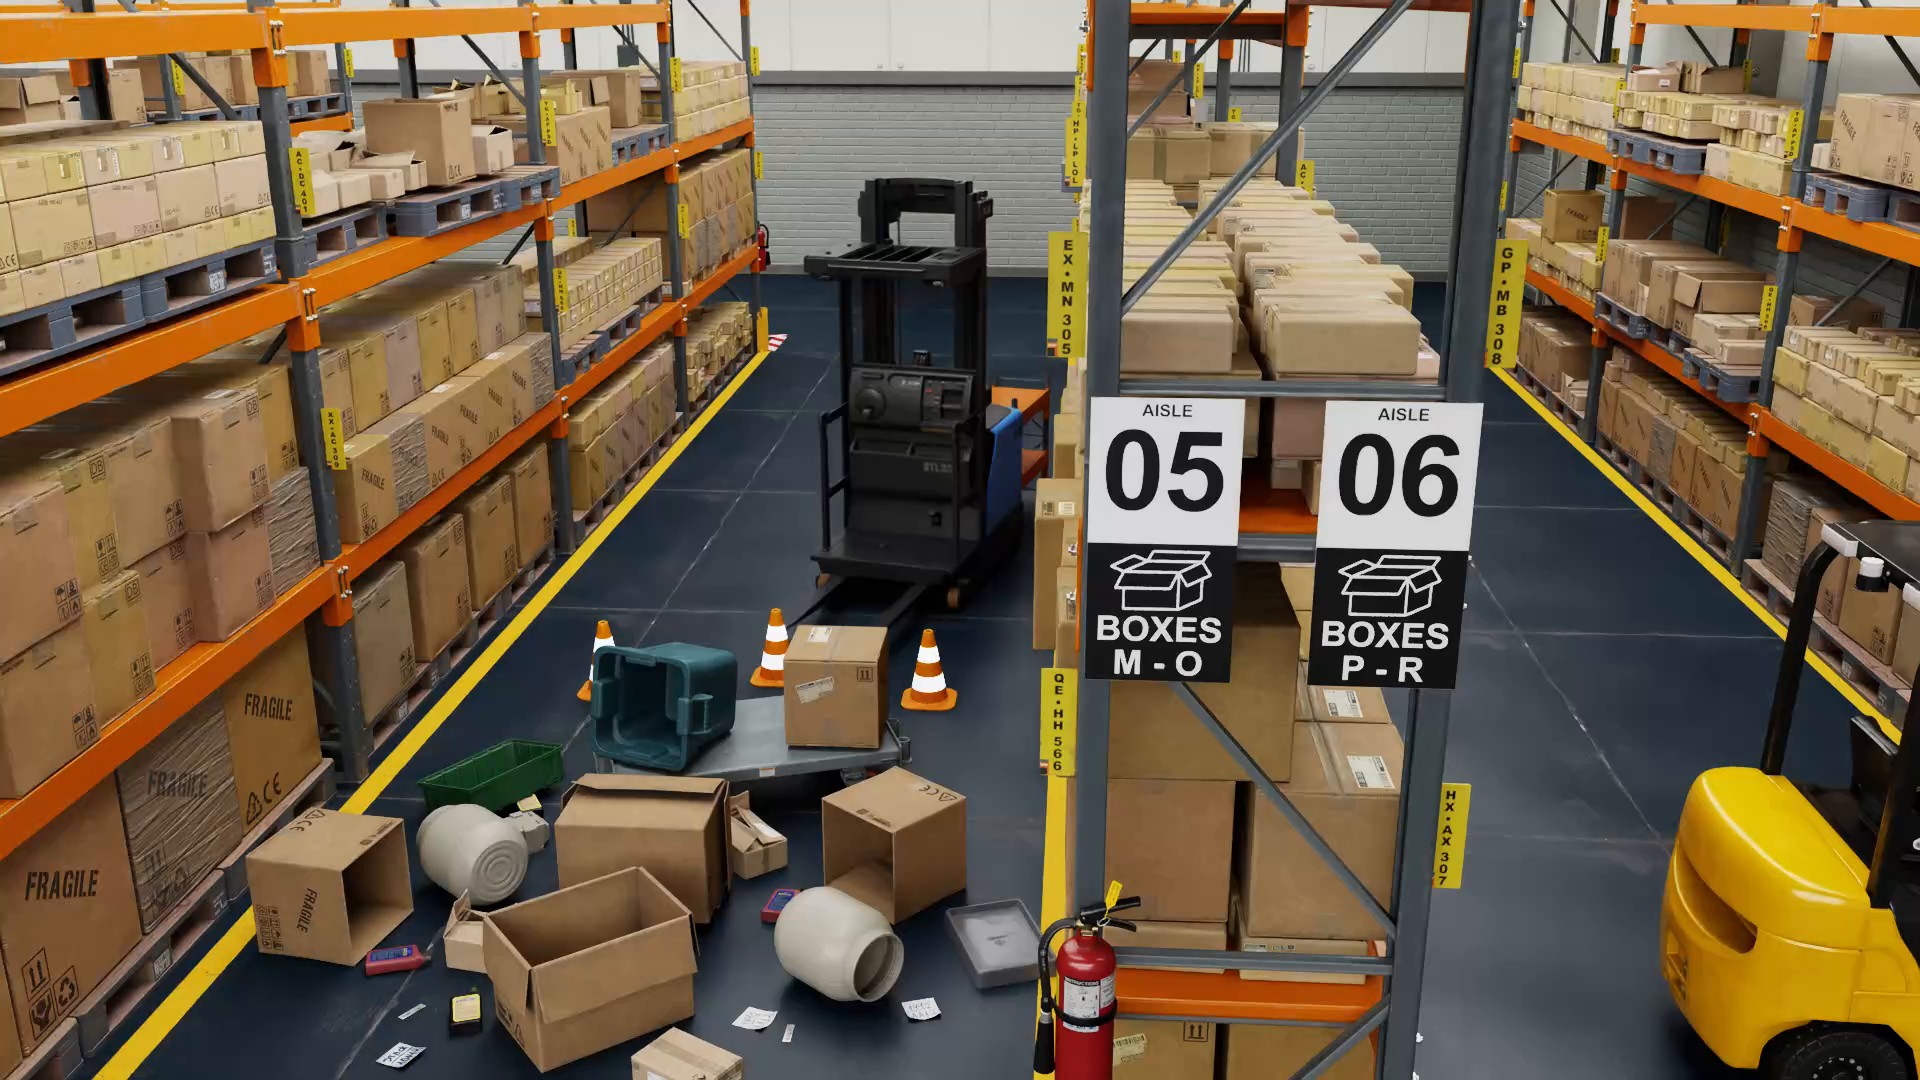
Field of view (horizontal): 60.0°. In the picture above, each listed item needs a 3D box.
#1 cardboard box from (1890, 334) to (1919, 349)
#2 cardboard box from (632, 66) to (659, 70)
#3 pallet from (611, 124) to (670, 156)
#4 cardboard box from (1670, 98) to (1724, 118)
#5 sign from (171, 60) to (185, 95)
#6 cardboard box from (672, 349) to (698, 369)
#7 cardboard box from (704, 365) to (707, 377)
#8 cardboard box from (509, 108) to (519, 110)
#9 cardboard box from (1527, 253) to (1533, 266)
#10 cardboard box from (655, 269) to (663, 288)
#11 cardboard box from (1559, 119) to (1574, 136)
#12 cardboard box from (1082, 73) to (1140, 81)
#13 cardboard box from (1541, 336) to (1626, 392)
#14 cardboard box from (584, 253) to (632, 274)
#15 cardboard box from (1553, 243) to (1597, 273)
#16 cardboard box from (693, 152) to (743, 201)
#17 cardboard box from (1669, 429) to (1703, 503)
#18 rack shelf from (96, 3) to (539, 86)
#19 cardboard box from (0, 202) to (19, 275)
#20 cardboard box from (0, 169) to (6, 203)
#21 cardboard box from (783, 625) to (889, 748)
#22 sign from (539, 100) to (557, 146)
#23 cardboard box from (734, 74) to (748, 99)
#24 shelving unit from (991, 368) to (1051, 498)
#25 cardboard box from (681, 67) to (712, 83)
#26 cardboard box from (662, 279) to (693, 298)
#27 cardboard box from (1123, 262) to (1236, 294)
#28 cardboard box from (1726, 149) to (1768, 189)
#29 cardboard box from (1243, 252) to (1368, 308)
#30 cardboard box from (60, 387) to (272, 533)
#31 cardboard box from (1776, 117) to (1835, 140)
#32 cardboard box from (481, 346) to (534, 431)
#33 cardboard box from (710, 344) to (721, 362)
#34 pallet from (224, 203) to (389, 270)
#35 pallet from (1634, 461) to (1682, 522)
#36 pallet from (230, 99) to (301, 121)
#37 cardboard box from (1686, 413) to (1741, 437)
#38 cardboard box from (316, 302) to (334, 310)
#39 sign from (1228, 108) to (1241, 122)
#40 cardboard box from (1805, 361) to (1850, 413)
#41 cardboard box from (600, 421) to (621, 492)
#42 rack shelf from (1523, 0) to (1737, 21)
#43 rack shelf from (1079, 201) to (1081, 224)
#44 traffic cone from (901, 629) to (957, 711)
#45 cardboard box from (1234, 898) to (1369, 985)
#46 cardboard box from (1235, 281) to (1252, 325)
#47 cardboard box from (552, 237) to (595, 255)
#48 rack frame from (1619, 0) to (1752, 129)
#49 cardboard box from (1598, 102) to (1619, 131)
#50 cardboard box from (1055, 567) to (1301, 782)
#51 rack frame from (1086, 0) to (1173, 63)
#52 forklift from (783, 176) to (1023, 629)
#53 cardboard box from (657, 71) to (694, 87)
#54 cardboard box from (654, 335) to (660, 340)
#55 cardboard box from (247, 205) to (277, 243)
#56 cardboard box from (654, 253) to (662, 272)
[{"bbox_3d":[6.625,-1.309,11.400,0.380,0.149,0.250,2,18,5],"label":"cardboard box"},{"bbox_3d":[-3.360,-5.020,17.907,0.380,0.149,0.250,2,18,6],"label":"cardboard box"},{"bbox_3d":[-3.406,-3.721,15.446,1.213,0.211,1.003,1,18,4],"label":"pallet"},{"bbox_3d":[6.157,-3.595,13.851,0.380,0.149,0.250,1,18,4],"label":"cardboard box"},{"bbox_3d":[-7.654,-4.528,16.271,0.100,0.325,0.005,1,18,4],"label":"sign"},{"bbox_3d":[-2.945,-1.888,17.317,0.380,0.149,0.250,2,18,7],"label":"cardboard box"},{"bbox_3d":[-2.971,-1.850,18.156,0.380,0.149,0.250,1,18,2],"label":"cardboard box"},{"bbox_3d":[-3.692,-3.298,13.694,0.500,0.500,0.500,1,18,4],"label":"cardboard box"},{"bbox_3d":[6.594,-3.173,18.692,0.380,0.149,0.250,2,18,6],"label":"cardboard box"},{"bbox_3d":[-3.087,-2.526,16.045,0.380,0.149,0.250,1,18,3],"label":"cardboard box"},{"bbox_3d":[6.452,-4.288,17.279,0.380,0.149,0.250,2,18,5],"label":"cardboard box"},{"bbox_3d":[1.337,-3.900,14.856,0.500,0.500,0.500,1,18,3],"label":"cardboard box"},{"bbox_3d":[6.614,-1.864,17.636,0.700,0.500,0.500,1,18,2],"label":"cardboard box"},{"bbox_3d":[-3.168,-2.486,14.967,0.380,0.149,0.250,1,18,2],"label":"cardboard box"},{"bbox_3d":[6.504,-2.929,17.309,0.500,0.250,0.500,1,18,4],"label":"cardboard box"},{"bbox_3d":[-2.790,-4.175,19.104,0.500,0.500,0.500,1,18,2],"label":"cardboard box"},{"bbox_3d":[6.251,-0.609,13.803,0.500,0.500,0.500,2,18,6],"label":"cardboard box"},{"bbox_3d":[-3.686,-3.029,10.014,1.077,0.370,4.000,1,18,4],"label":"rack shelf"},{"bbox_3d":[-3.754,-1.048,5.916,0.500,0.250,0.500,1,18,3],"label":"cardboard box"},{"bbox_3d":[-3.682,-1.270,5.954,0.380,0.149,0.250,1,18,3],"label":"cardboard box"},{"bbox_3d":[-0.662,0.787,9.001,0.500,0.500,0.500,1,18,4],"label":"cardboard box"},{"bbox_3d":[-2.989,-3.026,12.064,0.100,0.325,0.005,1,18,4],"label":"sign"},{"bbox_3d":[-2.748,-5.259,19.277,0.500,0.250,0.500,1,18,2],"label":"cardboard box"},{"bbox_3d":[0.370,-0.766,13.955,0.538,1.125,1.048,6,19,17],"label":"shelving unit"},{"bbox_3d":[-2.845,-4.929,17.628,0.380,0.149,0.250,1,18,2],"label":"cardboard box"},{"bbox_3d":[-2.909,-2.535,16.747,0.380,0.149,0.250,2,18,6],"label":"cardboard box"},{"bbox_3d":[0.685,-0.801,5.356,0.380,0.149,0.250,1,18,4],"label":"cardboard box"},{"bbox_3d":[6.183,-2.818,12.630,0.500,0.250,0.500,1,18,4],"label":"cardboard box"},{"bbox_3d":[1.154,-0.869,5.563,0.380,0.149,0.250,1,18,4],"label":"cardboard box"},{"bbox_3d":[-3.813,-0.387,7.810,0.875,0.550,0.550,1,18,4],"label":"cardboard box"},{"bbox_3d":[6.083,-2.941,11.888,0.380,0.149,0.250,2,18,6],"label":"cardboard box"},{"bbox_3d":[-3.344,-1.078,11.737,0.500,0.500,0.500,1,18,4],"label":"cardboard box"},{"bbox_3d":[-2.853,-2.068,18.344,0.380,0.149,0.250,1,18,3],"label":"cardboard box"},{"bbox_3d":[-3.812,-1.710,9.314,0.805,0.209,1.217,1,18,2],"label":"pallet"},{"bbox_3d":[6.535,-0.427,14.386,1.003,0.211,1.213,1,18,4],"label":"pallet"},{"bbox_3d":[-8.036,-4.731,18.370,1.003,0.211,1.213,1,18,4],"label":"pallet"},{"bbox_3d":[6.269,-0.947,13.793,0.380,0.149,0.250,1,18,3],"label":"cardboard box"},{"bbox_3d":[-7.940,-2.665,19.477,0.875,0.875,0.875,1,18,4],"label":"cardboard box"},{"bbox_3d":[1.943,-2.911,11.842,0.100,0.325,0.005,1,18,4],"label":"sign"},{"bbox_3d":[6.041,-1.021,11.161,0.500,0.250,0.500,2,18,6],"label":"cardboard box"},{"bbox_3d":[-3.205,-0.714,14.124,0.500,0.500,0.500,1,18,5],"label":"cardboard box"},{"bbox_3d":[6.784,-5.514,16.959,1.077,0.370,4.000,1,18,4],"label":"rack shelf"},{"bbox_3d":[1.259,-1.715,10.178,1.077,0.370,4.000,1,18,4],"label":"rack shelf"},{"bbox_3d":[-0.192,0.779,10.303,0.336,0.463,0.334,1,18,4],"label":"traffic cone"},{"bbox_3d":[1.060,1.251,5.193,0.380,0.149,0.250,1,18,4],"label":"cardboard box"},{"bbox_3d":[1.189,-0.731,5.782,0.500,0.250,0.500,2,18,6],"label":"cardboard box"},{"bbox_3d":[-3.743,-2.825,16.000,0.380,0.149,0.250,2,18,7],"label":"cardboard box"},{"bbox_3d":[6.640,-5.236,14.951,1.000,3.000,0.127,1,18,4],"label":"rack frame"},{"bbox_3d":[6.425,-4.036,15.870,0.500,0.250,0.500,1,18,4],"label":"cardboard box"},{"bbox_3d":[0.648,0.404,5.127,0.700,0.500,0.500,1,18,3],"label":"cardboard box"},{"bbox_3d":[1.976,-6.588,19.077,1.000,3.000,0.127,1,18,4],"label":"rack frame"},{"bbox_3d":[-0.421,-1.032,11.865,1.130,2.935,3.031,6,19,17],"label":"forklift"},{"bbox_3d":[-2.915,-4.683,16.878,0.380,0.149,0.250,1,18,2],"label":"cardboard box"},{"bbox_3d":[-3.476,-2.141,18.087,0.380,0.149,0.250,0,18,1],"label":"cardboard box"},{"bbox_3d":[-3.536,-1.522,8.003,0.380,0.149,0.250,1,18,4],"label":"cardboard box"},{"bbox_3d":[-3.087,-2.668,15.998,0.380,0.149,0.250,2,18,6],"label":"cardboard box"}]
